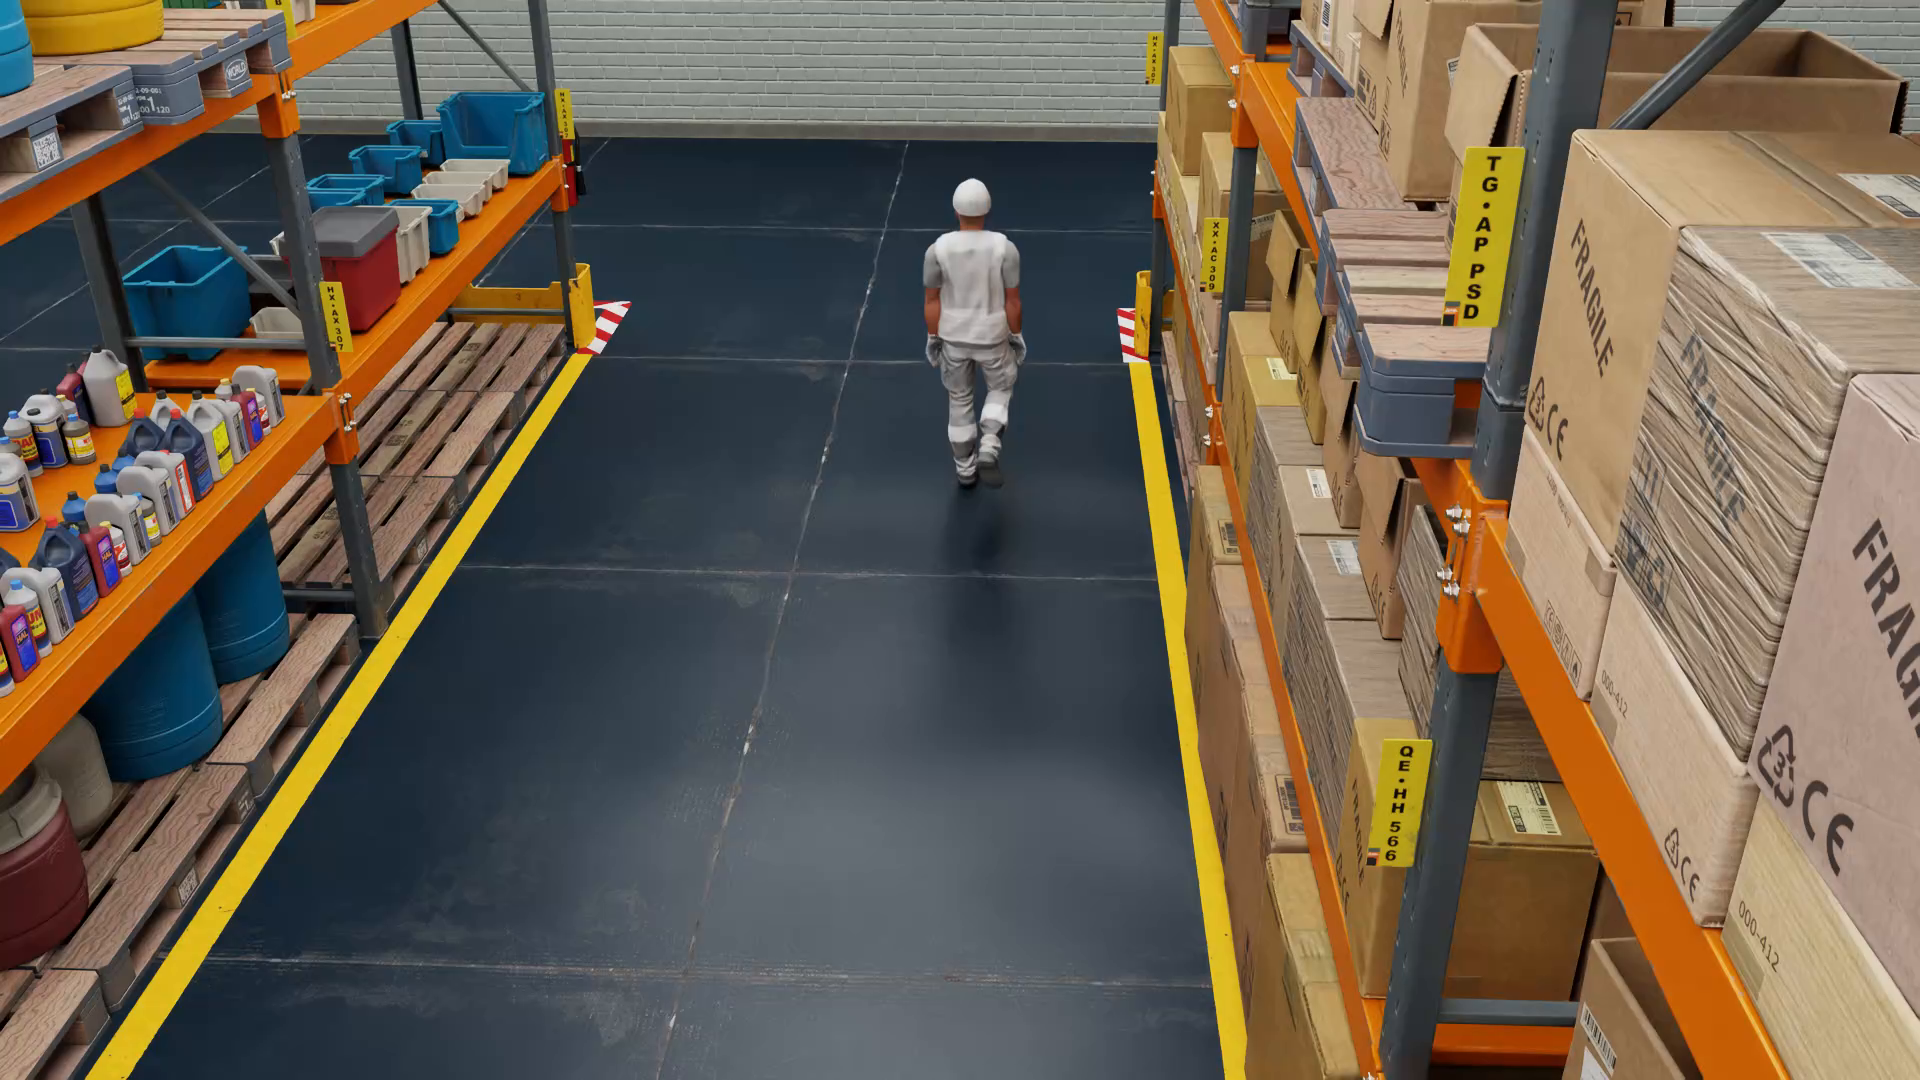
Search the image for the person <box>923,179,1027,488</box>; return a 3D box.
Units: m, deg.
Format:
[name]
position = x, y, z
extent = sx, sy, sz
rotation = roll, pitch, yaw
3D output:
[person]
position = 0.084, -1.105, 9.136
extent = 0.563, 1.779, 0.569
rotation = 2, 28, 4
